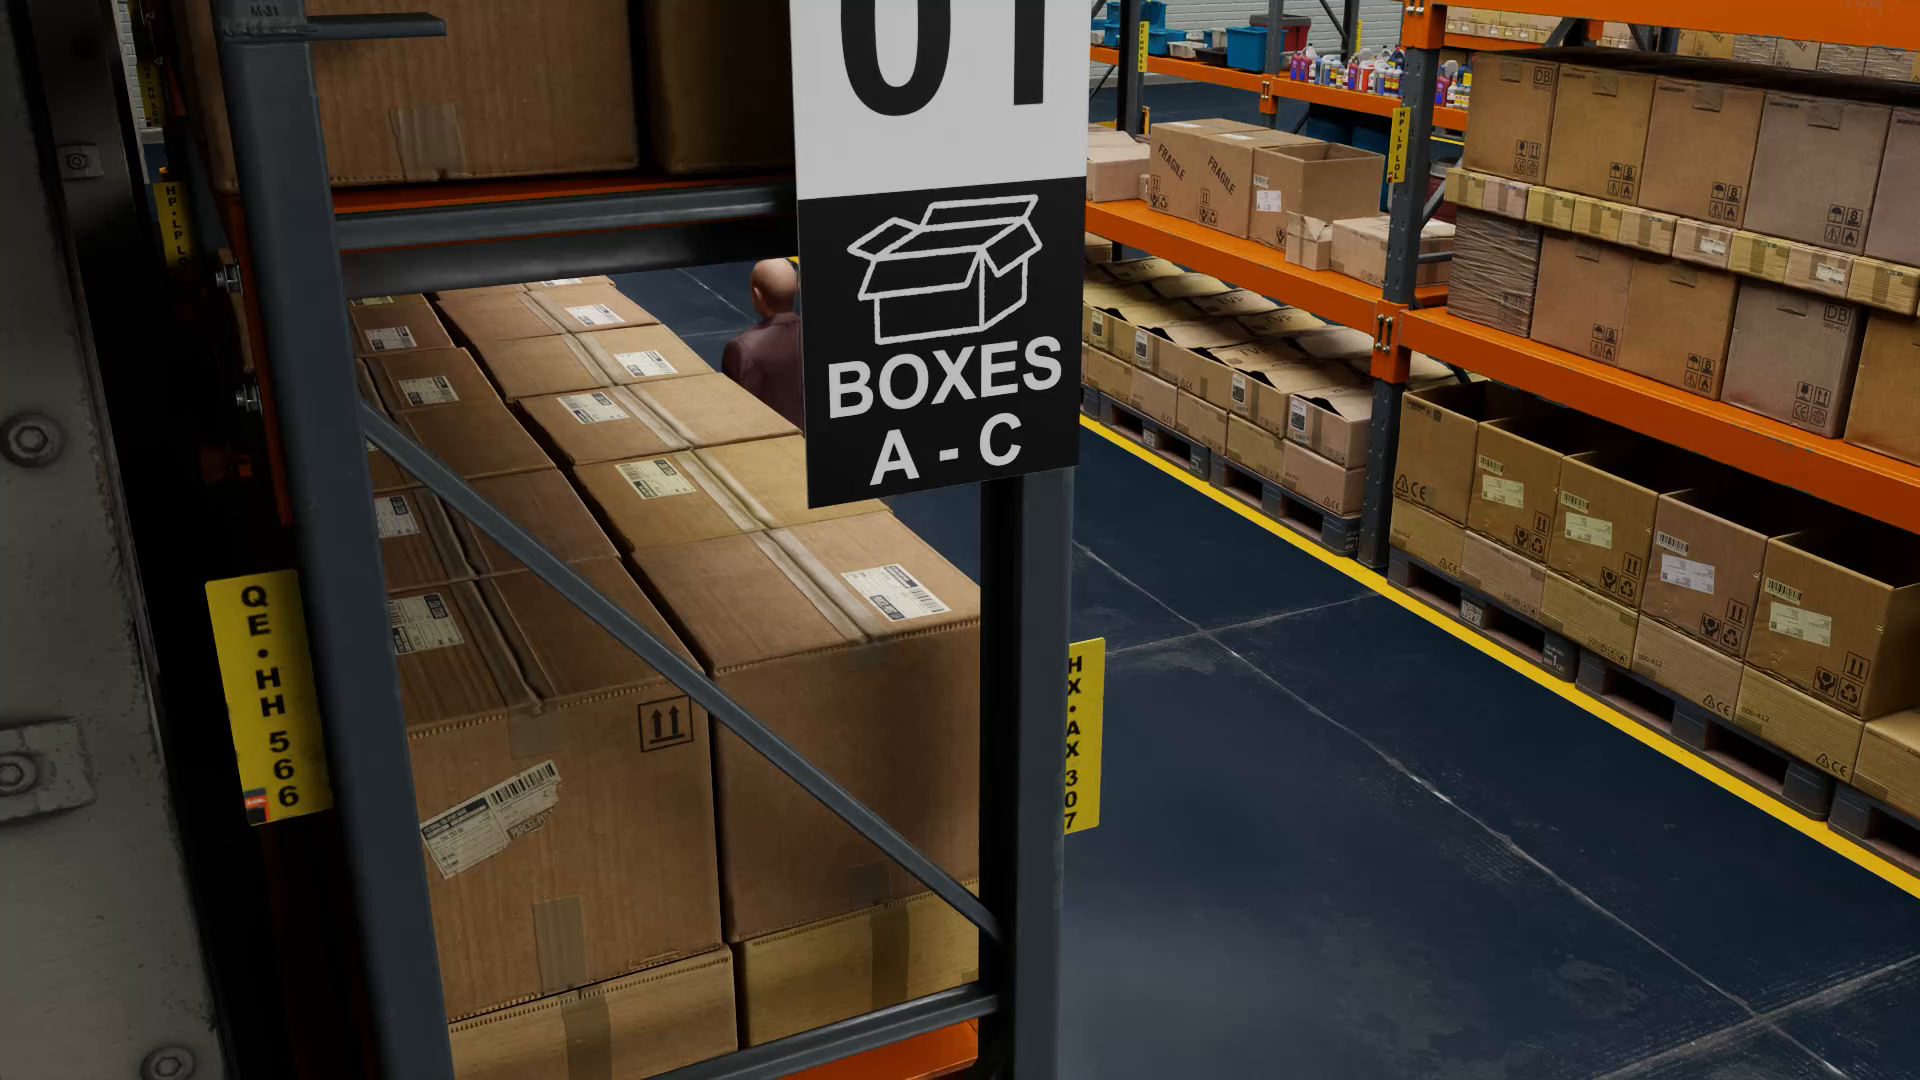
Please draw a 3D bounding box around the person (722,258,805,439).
[{"bbox_3d":[-0.733,-0.261,6.764,0.598,1.806,0.670,-17,28,-37],"label":"person"}]
